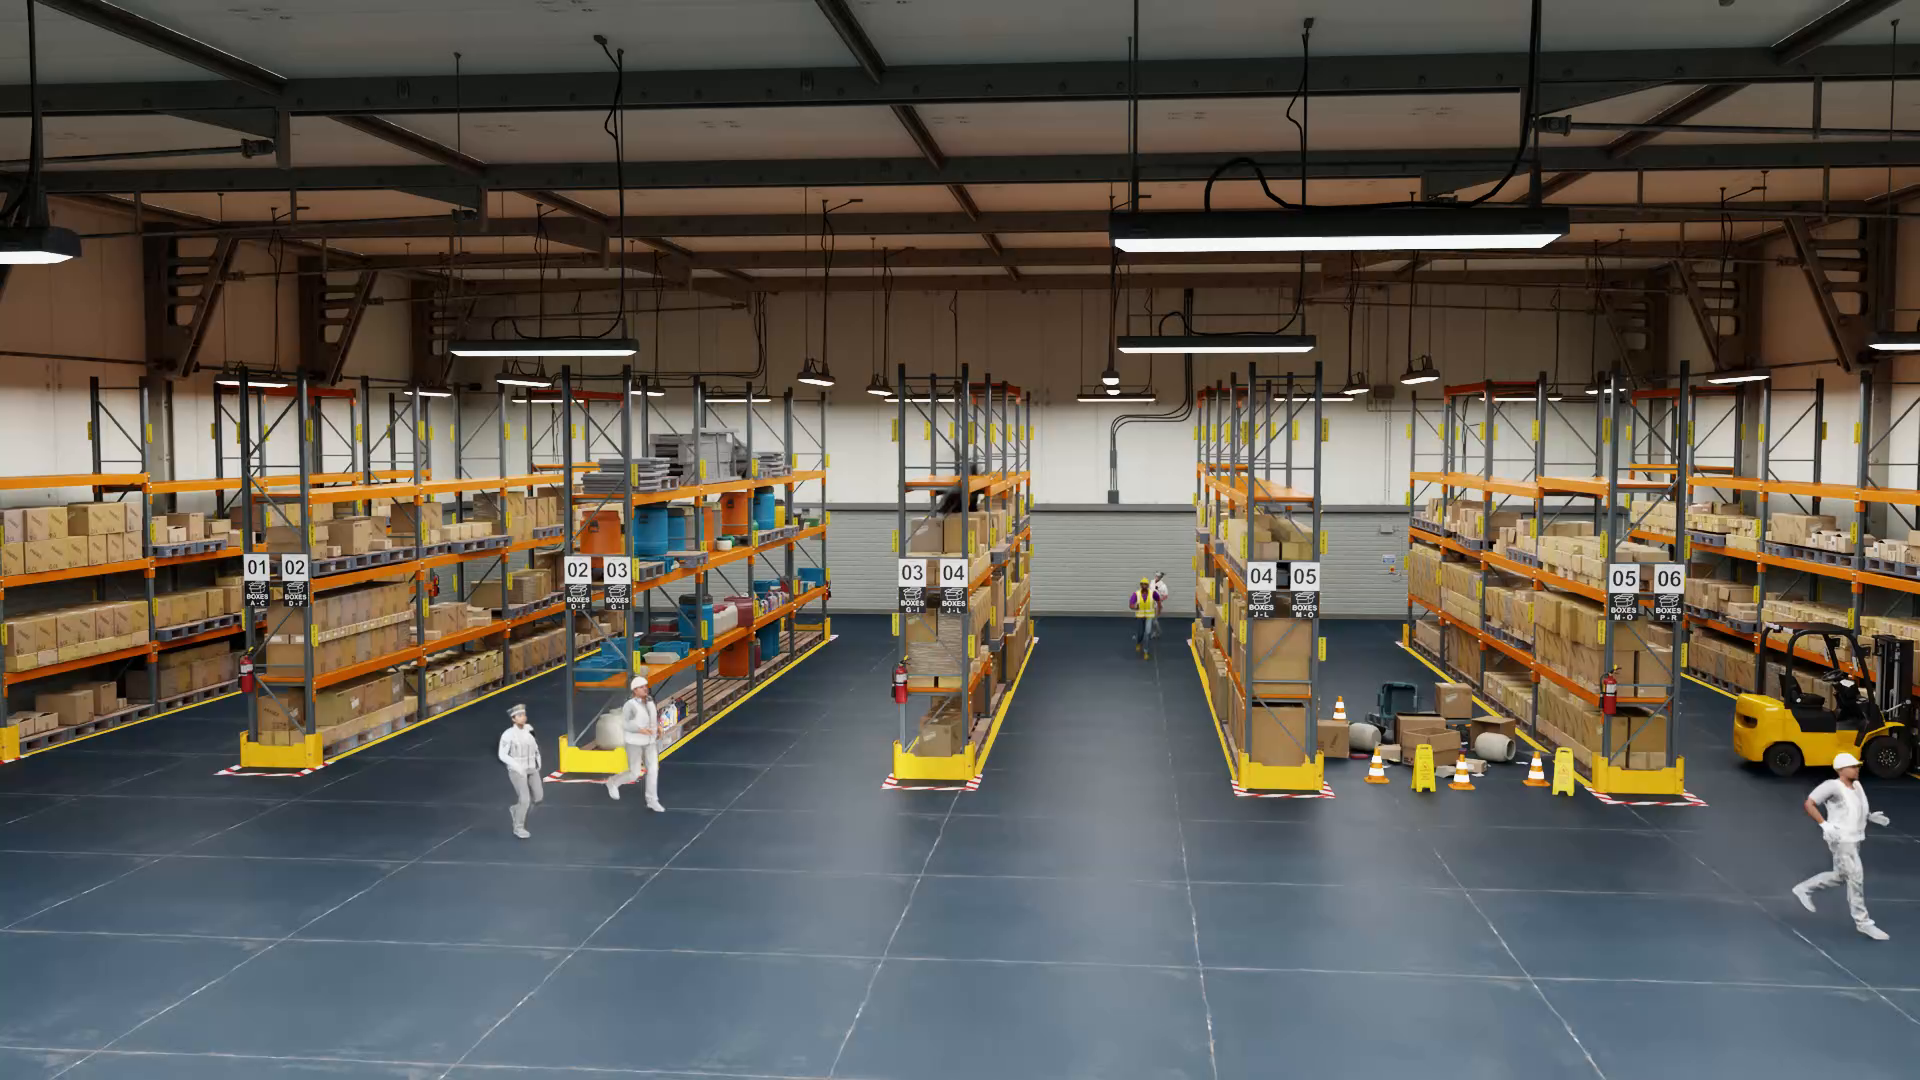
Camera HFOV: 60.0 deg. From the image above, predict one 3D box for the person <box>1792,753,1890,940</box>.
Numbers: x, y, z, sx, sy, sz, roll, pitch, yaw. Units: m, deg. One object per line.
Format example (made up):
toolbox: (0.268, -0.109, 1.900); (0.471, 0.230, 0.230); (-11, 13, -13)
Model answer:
person: (8.881, 3.029, 16.741); (0.682, 1.791, 0.987); (-3, 5, -39)

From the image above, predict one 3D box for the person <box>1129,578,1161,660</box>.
person: (4.137, 1.736, 37.161); (0.711, 1.776, 0.979); (1, 4, 8)

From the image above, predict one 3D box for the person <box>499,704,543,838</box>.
person: (-5.429, 2.855, 20.656); (0.476, 1.664, 0.623); (3, 5, 36)

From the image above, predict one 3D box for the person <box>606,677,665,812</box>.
person: (-4.292, 2.703, 22.203); (0.918, 1.780, 0.670); (3, 5, 37)

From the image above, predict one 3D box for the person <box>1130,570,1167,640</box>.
person: (4.686, 1.576, 40.255); (0.815, 1.722, 0.828); (-3, 5, -41)
